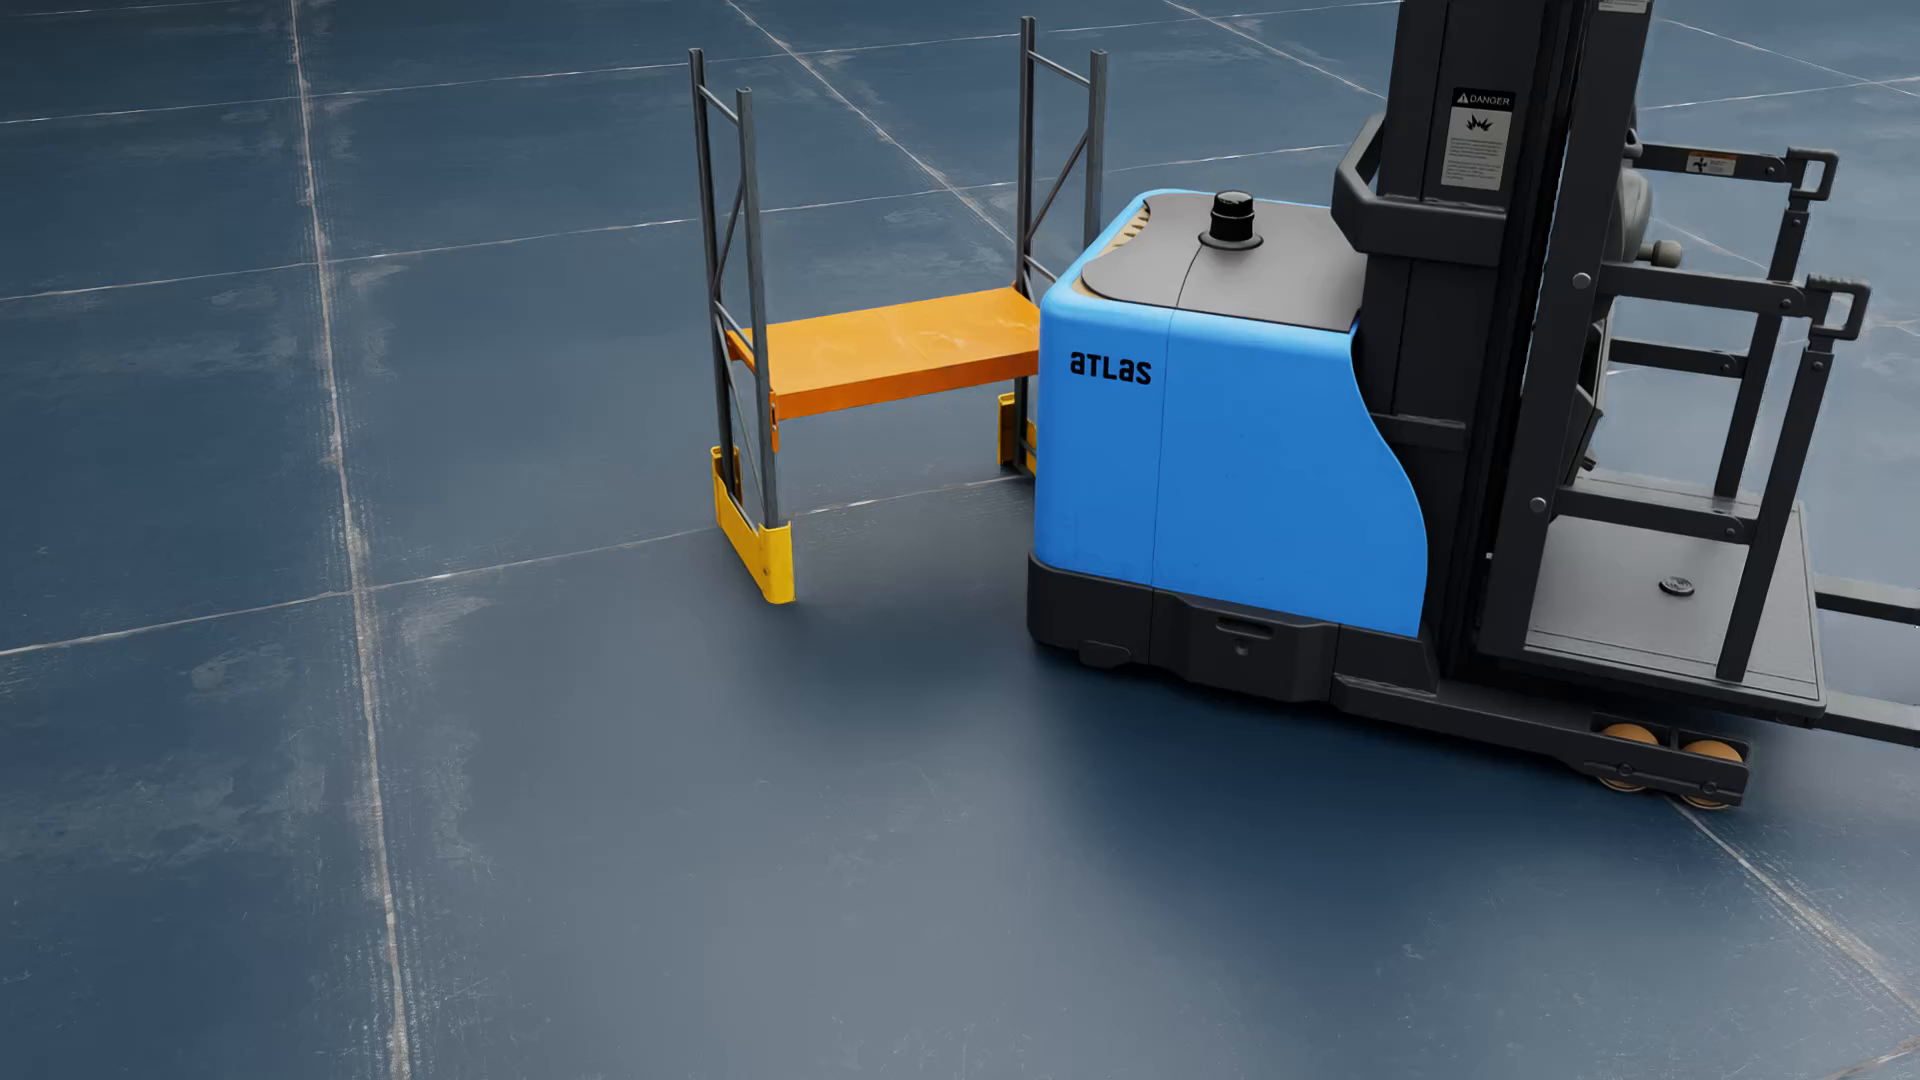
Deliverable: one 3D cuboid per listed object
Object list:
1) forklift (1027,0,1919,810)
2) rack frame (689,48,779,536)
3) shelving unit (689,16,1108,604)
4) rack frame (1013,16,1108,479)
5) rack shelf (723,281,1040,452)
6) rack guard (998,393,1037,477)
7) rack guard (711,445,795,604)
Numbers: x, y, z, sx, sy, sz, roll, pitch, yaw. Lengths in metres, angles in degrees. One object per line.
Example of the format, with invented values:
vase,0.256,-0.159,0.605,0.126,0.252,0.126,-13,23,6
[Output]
forklift,1.758,-0.910,3.886,3.031,2.935,1.130,11,31,18
rack frame,-0.640,-0.600,4.787,0.032,1.500,0.500,-12,32,-20
shelving unit,-0.181,-0.697,4.959,1.083,1.500,0.587,-12,32,-20
rack frame,0.294,-0.799,5.137,0.032,1.500,0.500,-12,32,-20
rack shelf,-0.173,-0.543,5.051,1.000,0.185,0.538,-12,32,-20
rack guard,0.276,-0.252,5.440,0.087,0.250,0.587,-12,32,-20
rack guard,-0.639,-0.057,5.097,0.087,0.250,0.587,-12,32,-20
